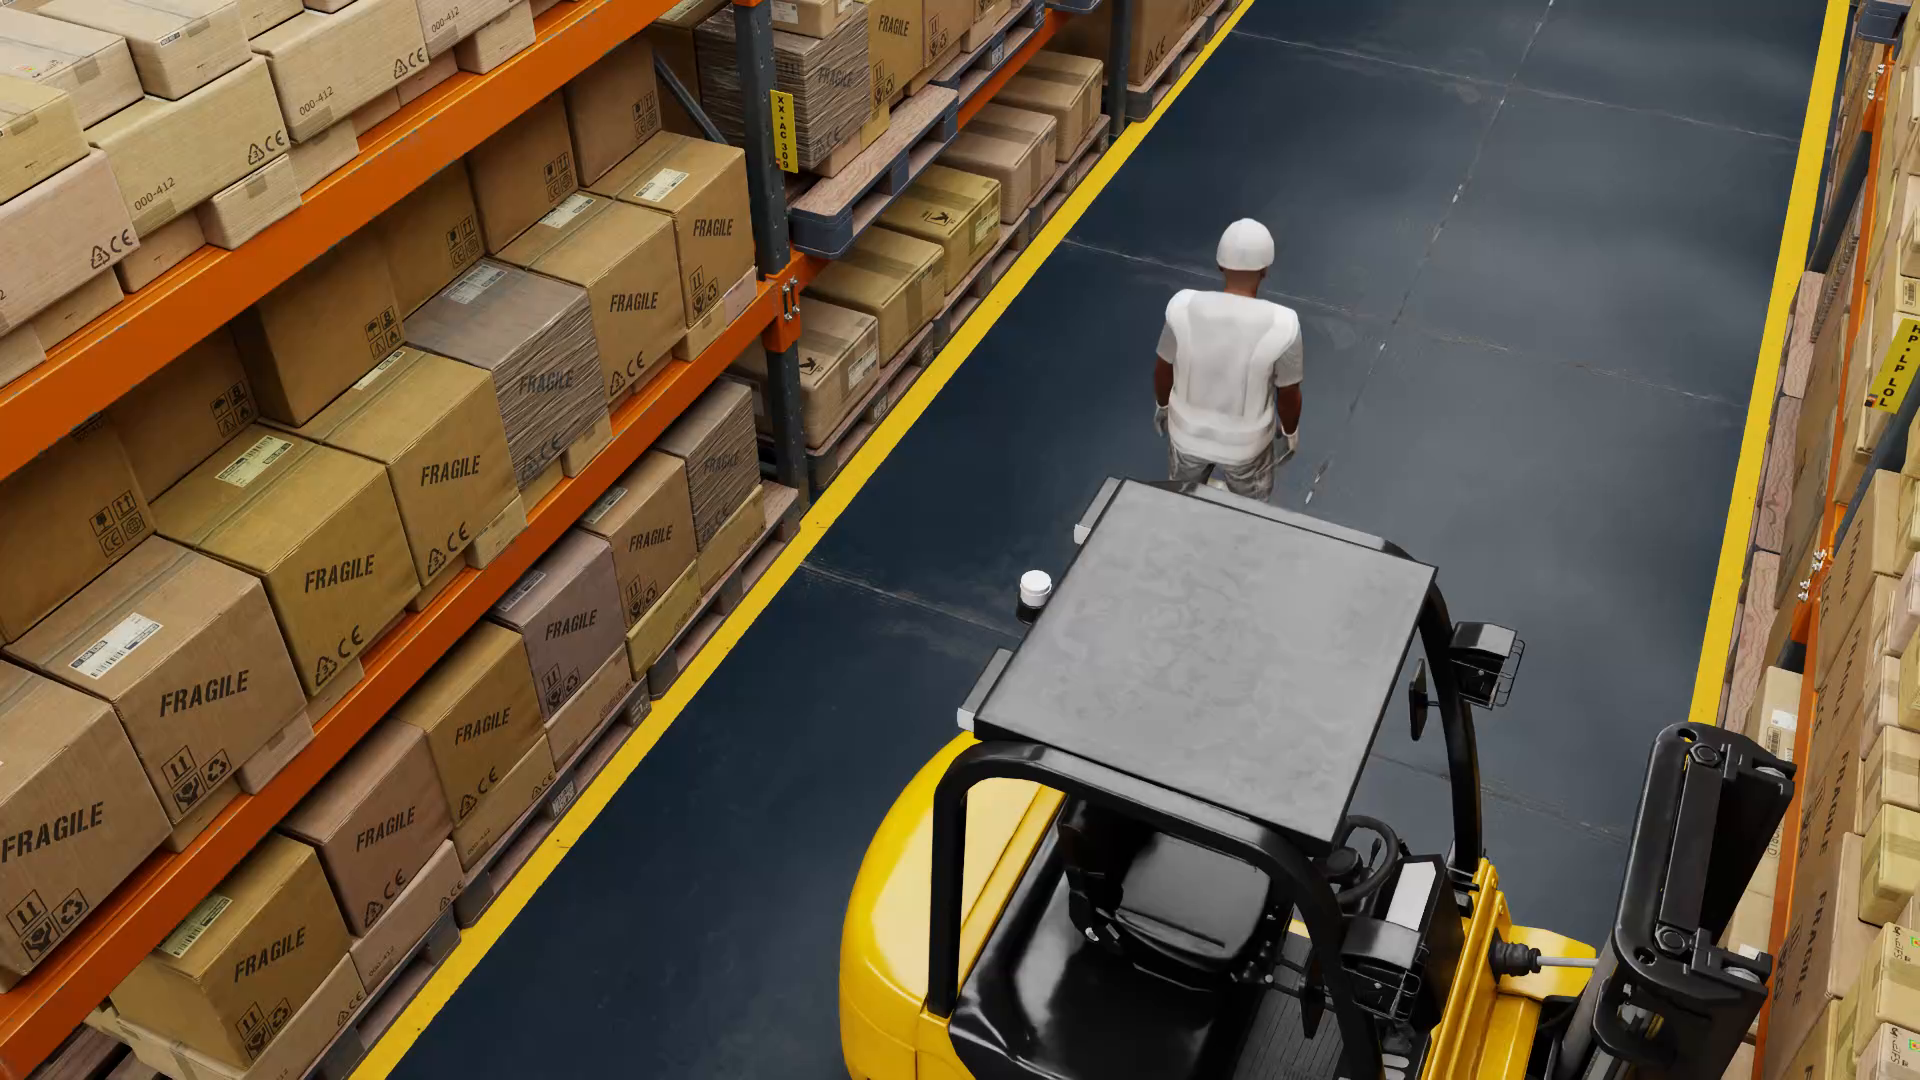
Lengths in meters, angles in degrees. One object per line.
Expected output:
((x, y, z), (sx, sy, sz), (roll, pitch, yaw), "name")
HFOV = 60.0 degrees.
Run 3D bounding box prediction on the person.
((1.058, -0.459, 6.668), (0.598, 1.774, 0.442), (16, 44, 17), "person")
